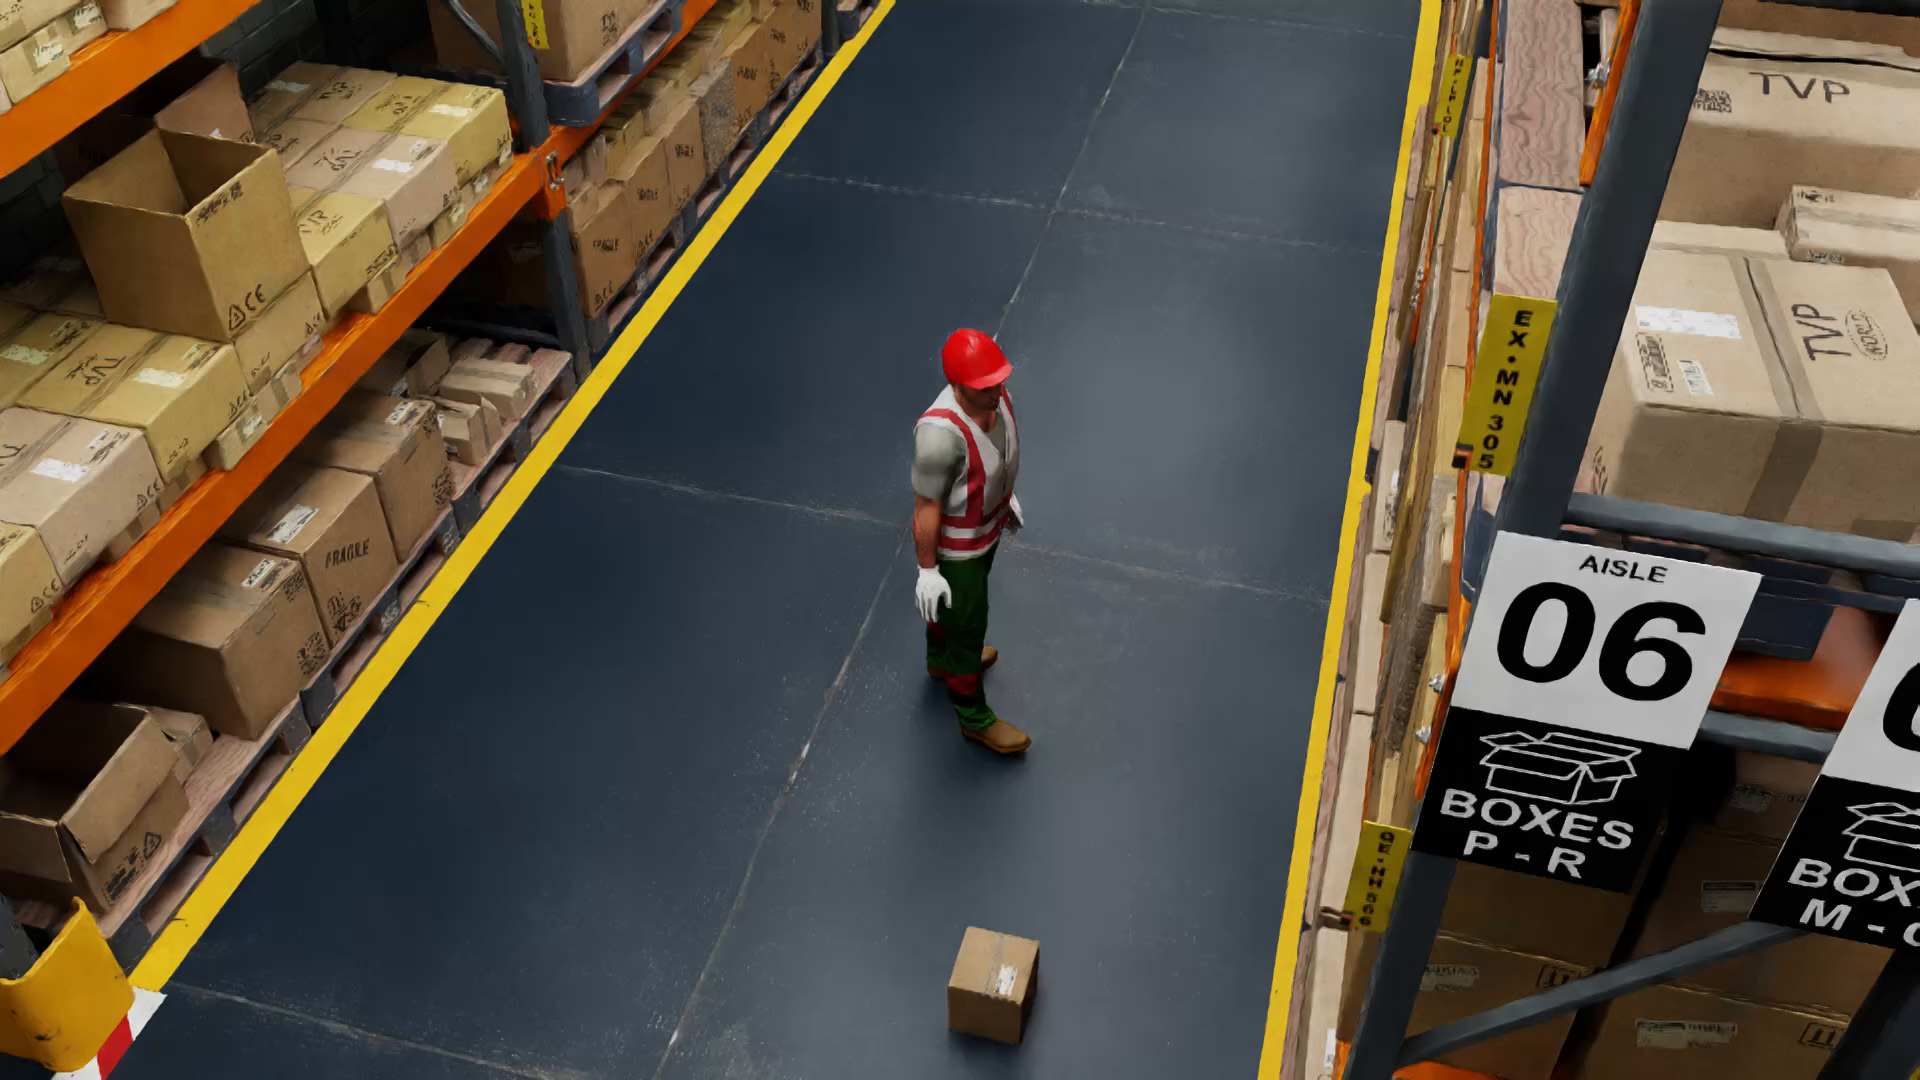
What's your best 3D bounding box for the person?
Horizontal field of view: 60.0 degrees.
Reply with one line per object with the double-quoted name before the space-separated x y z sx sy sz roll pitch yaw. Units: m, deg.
"person" 0.062 0.009 6.090 0.577 1.787 0.689 17 44 19
